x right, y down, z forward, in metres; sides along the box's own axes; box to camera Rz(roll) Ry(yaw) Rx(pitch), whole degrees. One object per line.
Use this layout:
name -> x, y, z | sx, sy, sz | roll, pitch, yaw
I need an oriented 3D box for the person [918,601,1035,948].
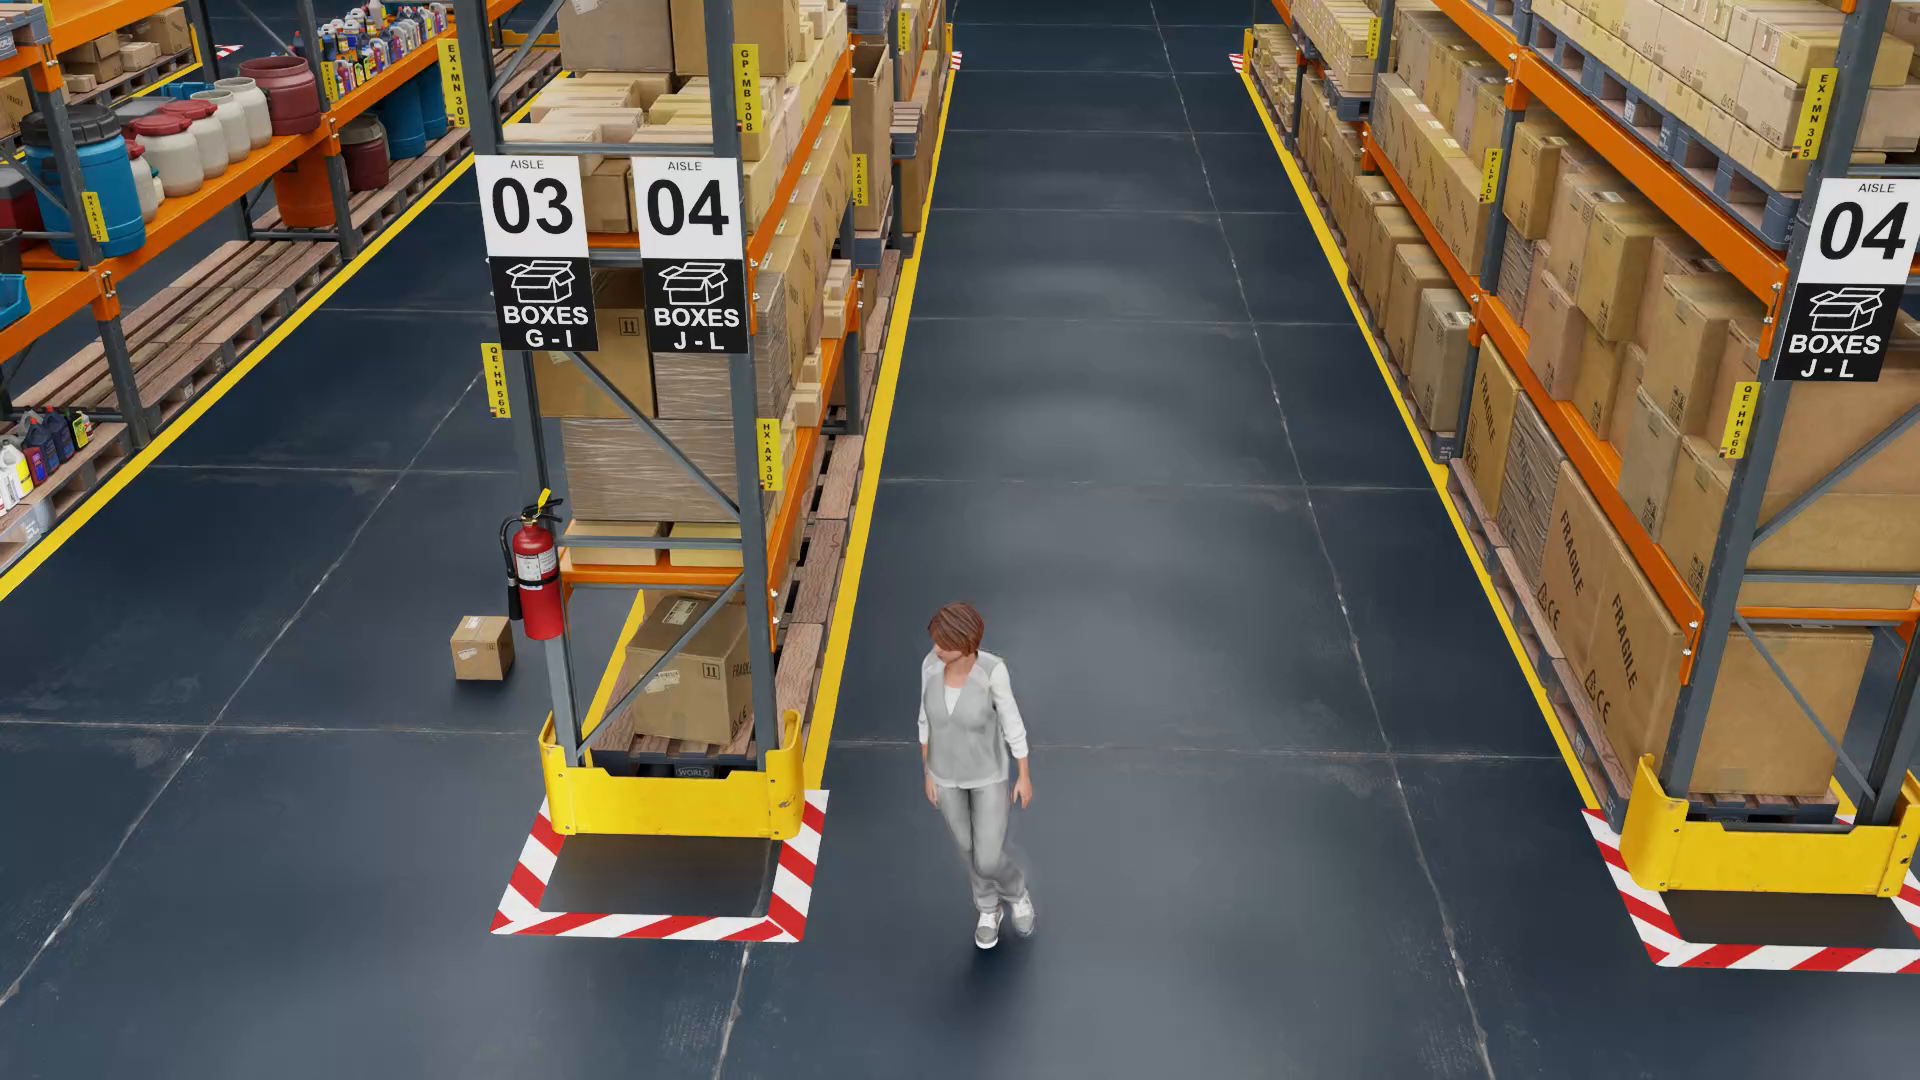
person -> 0.050, 0.986, 6.763 | 0.503, 1.577, 0.388 | 11, 30, 19
